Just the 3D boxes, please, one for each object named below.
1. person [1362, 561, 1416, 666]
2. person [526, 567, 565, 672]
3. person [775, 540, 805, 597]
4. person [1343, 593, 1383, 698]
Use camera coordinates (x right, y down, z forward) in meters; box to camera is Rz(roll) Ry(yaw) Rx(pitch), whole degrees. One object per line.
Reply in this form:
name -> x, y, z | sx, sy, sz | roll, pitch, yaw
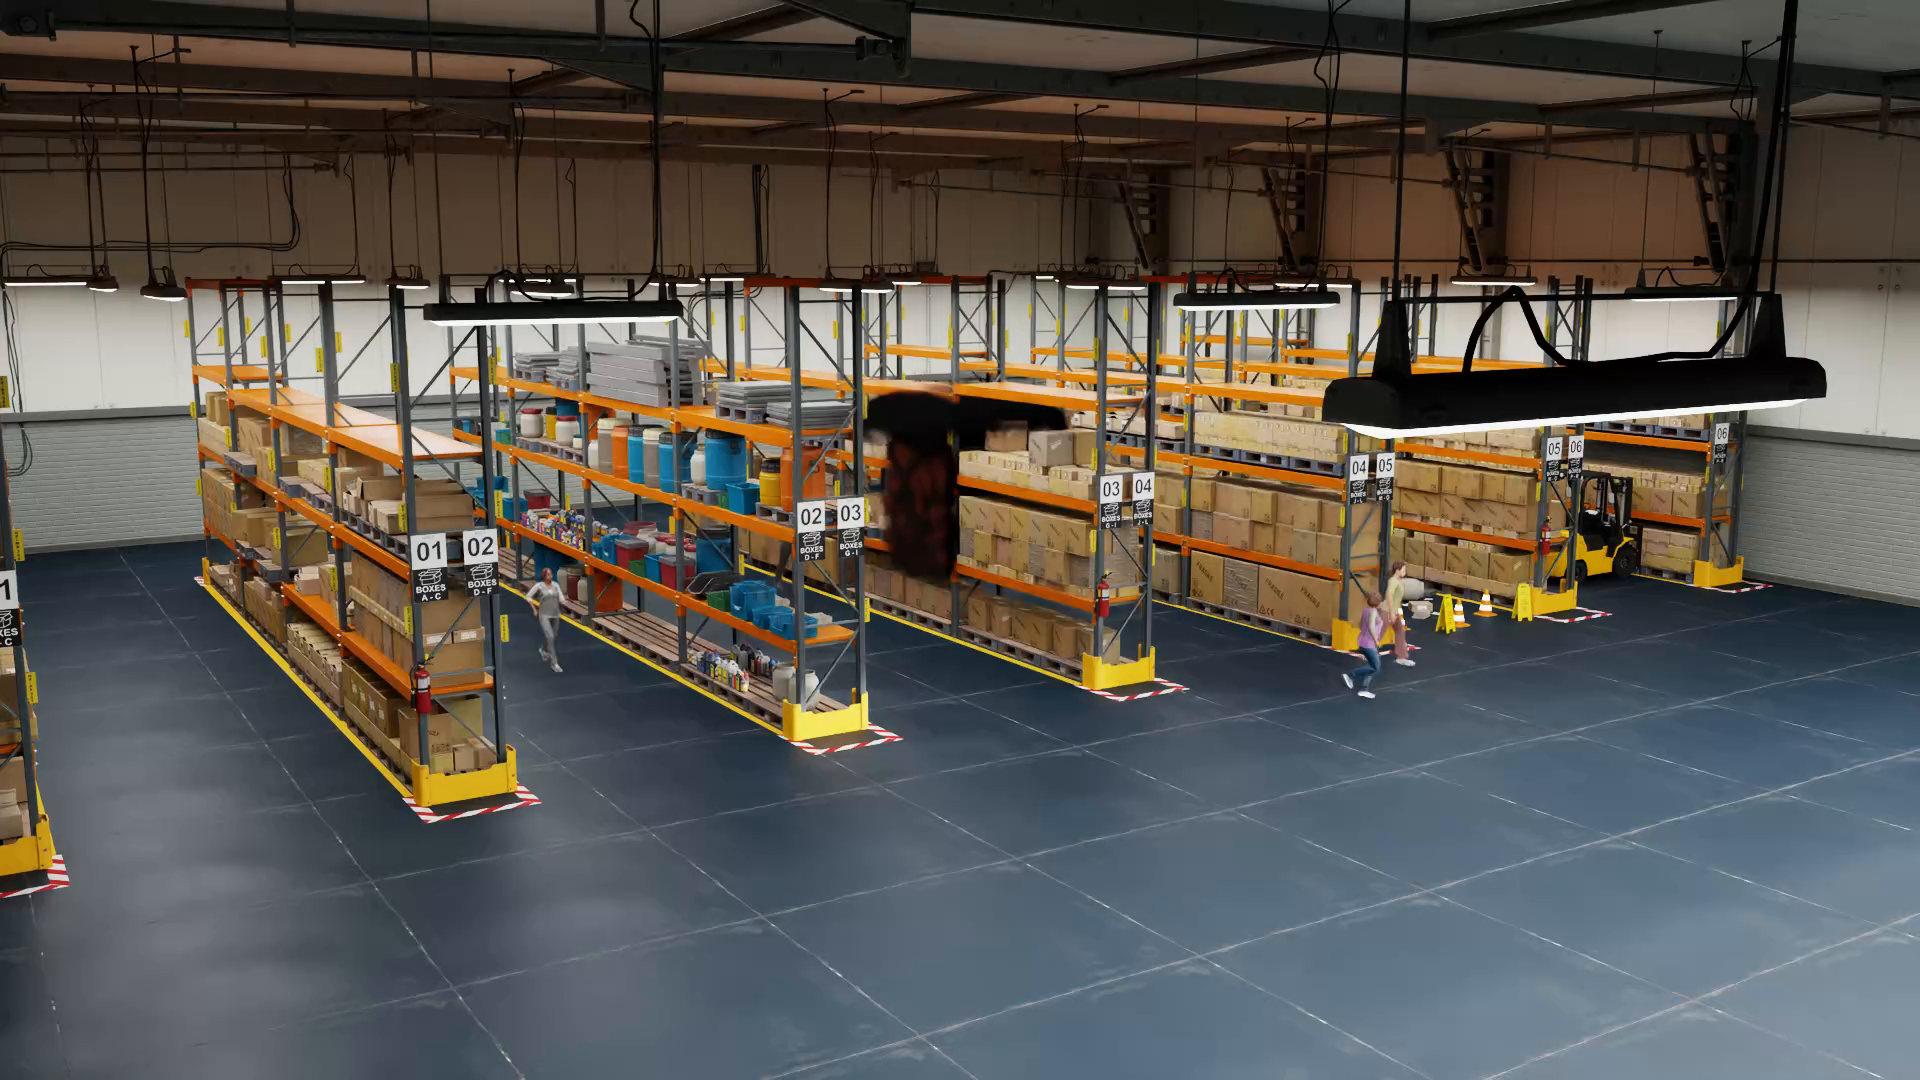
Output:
person -> 6.761, 1.153, 26.091 | 0.831, 1.657, 0.634 | 3, 10, 15
person -> -6.417, 1.206, 25.897 | 0.546, 1.592, 0.888 | -8, 12, -39
person -> -3.094, 0.163, 30.386 | 0.578, 1.723, 0.844 | -5, 11, -27
person -> 5.886, 1.541, 24.292 | 0.541, 1.555, 0.535 | 0, 10, 3
